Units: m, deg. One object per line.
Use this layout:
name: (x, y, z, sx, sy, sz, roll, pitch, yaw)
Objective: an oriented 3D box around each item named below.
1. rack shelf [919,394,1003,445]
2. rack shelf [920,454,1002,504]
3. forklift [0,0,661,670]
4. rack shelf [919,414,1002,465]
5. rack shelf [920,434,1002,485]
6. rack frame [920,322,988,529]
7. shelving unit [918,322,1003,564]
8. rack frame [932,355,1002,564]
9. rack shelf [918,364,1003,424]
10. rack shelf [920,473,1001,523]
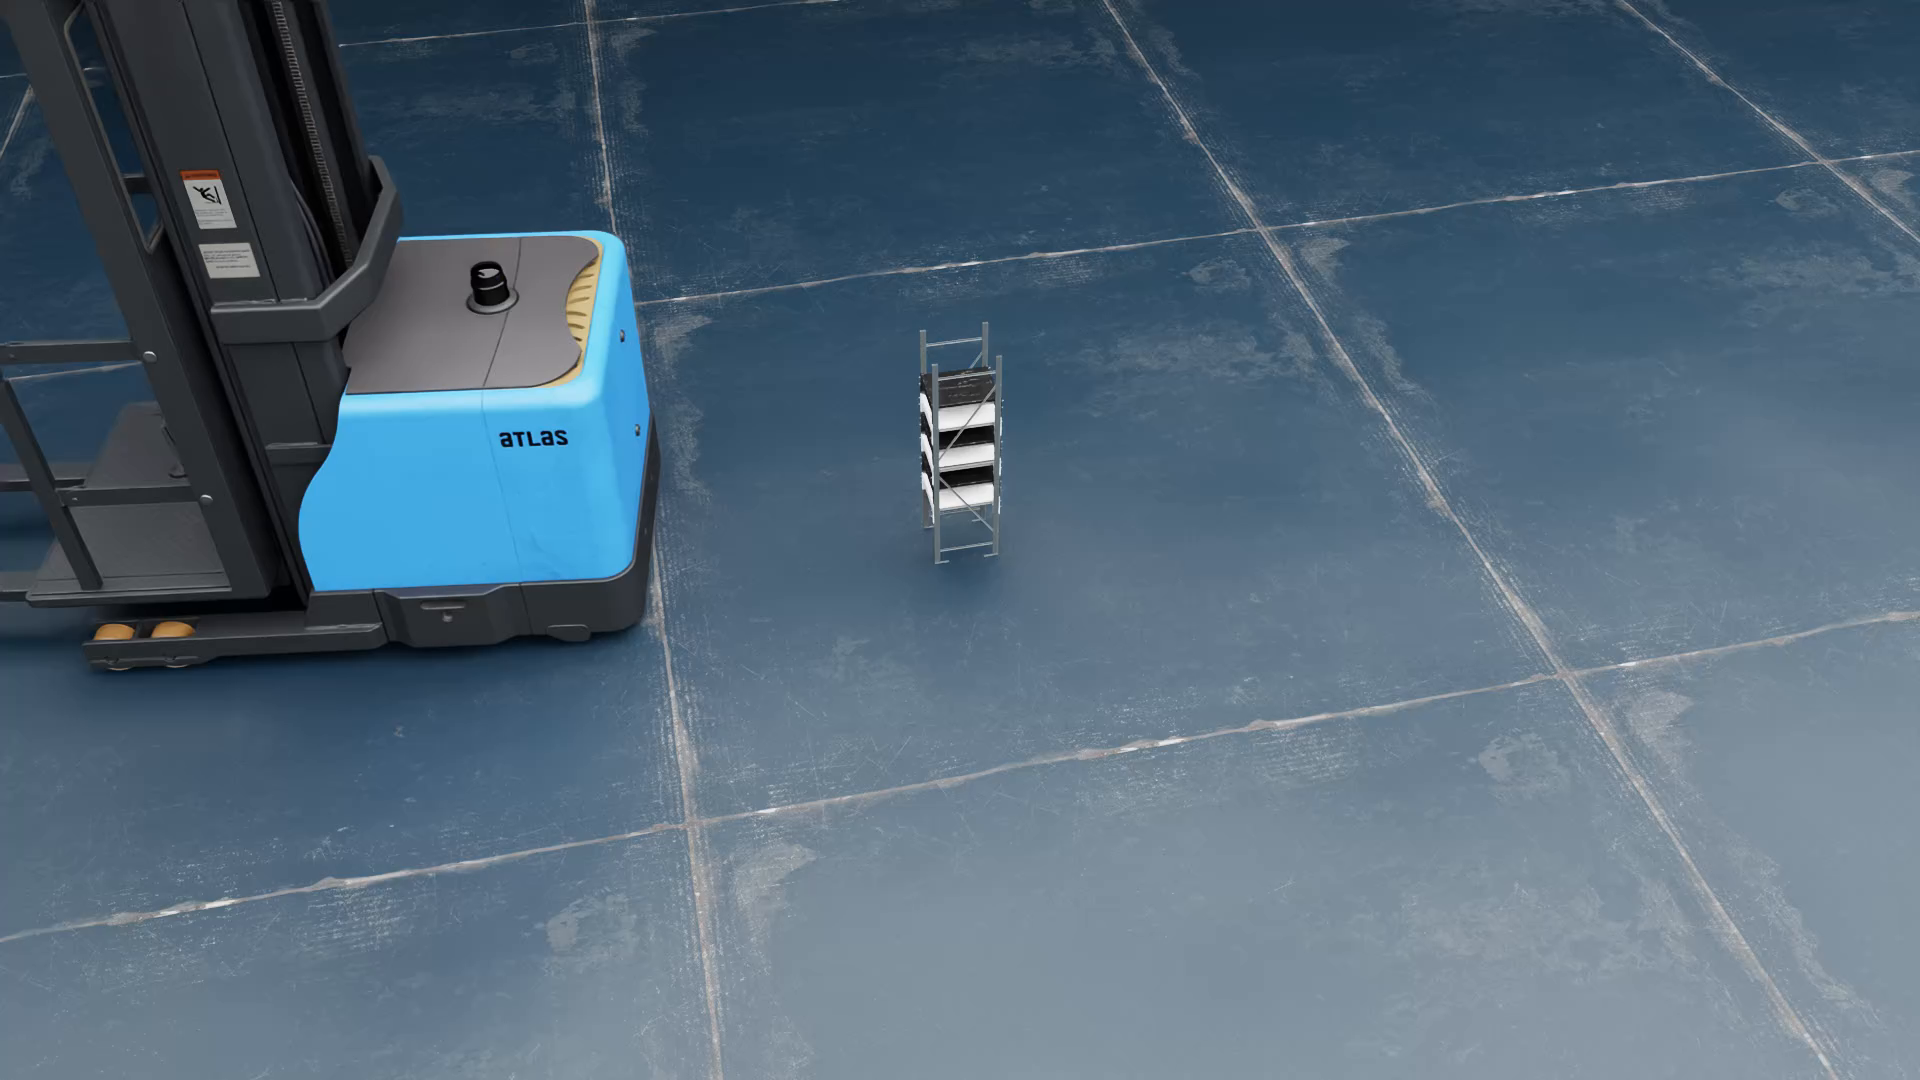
rack shelf: (0.002, -0.441, 5.848, 0.258, 0.077, 0.200, -8, 42, -9)
rack shelf: (0.002, -0.239, 6.027, 0.258, 0.077, 0.200, -8, 42, -9)
forklift: (-2.652, -1.010, 5.180, 3.031, 2.935, 1.130, -3, 42, -3)
rack shelf: (0.002, -0.374, 5.908, 0.258, 0.077, 0.200, -8, 42, -9)
rack shelf: (0.002, -0.306, 5.967, 0.258, 0.077, 0.200, -8, 42, -9)
rack frame: (-0.020, -0.397, 6.020, 0.240, 0.900, 0.006, -8, 42, -9)
shelving unit: (0.002, -0.331, 5.945, 0.258, 0.900, 0.210, -8, 42, -9)
rack frame: (0.024, -0.265, 5.871, 0.240, 0.900, 0.006, -8, 42, -9)
rack shelf: (0.002, -0.508, 5.788, 0.258, 0.077, 0.200, -8, 42, -9)
rack shelf: (0.002, -0.172, 6.087, 0.258, 0.077, 0.200, -8, 42, -9)
